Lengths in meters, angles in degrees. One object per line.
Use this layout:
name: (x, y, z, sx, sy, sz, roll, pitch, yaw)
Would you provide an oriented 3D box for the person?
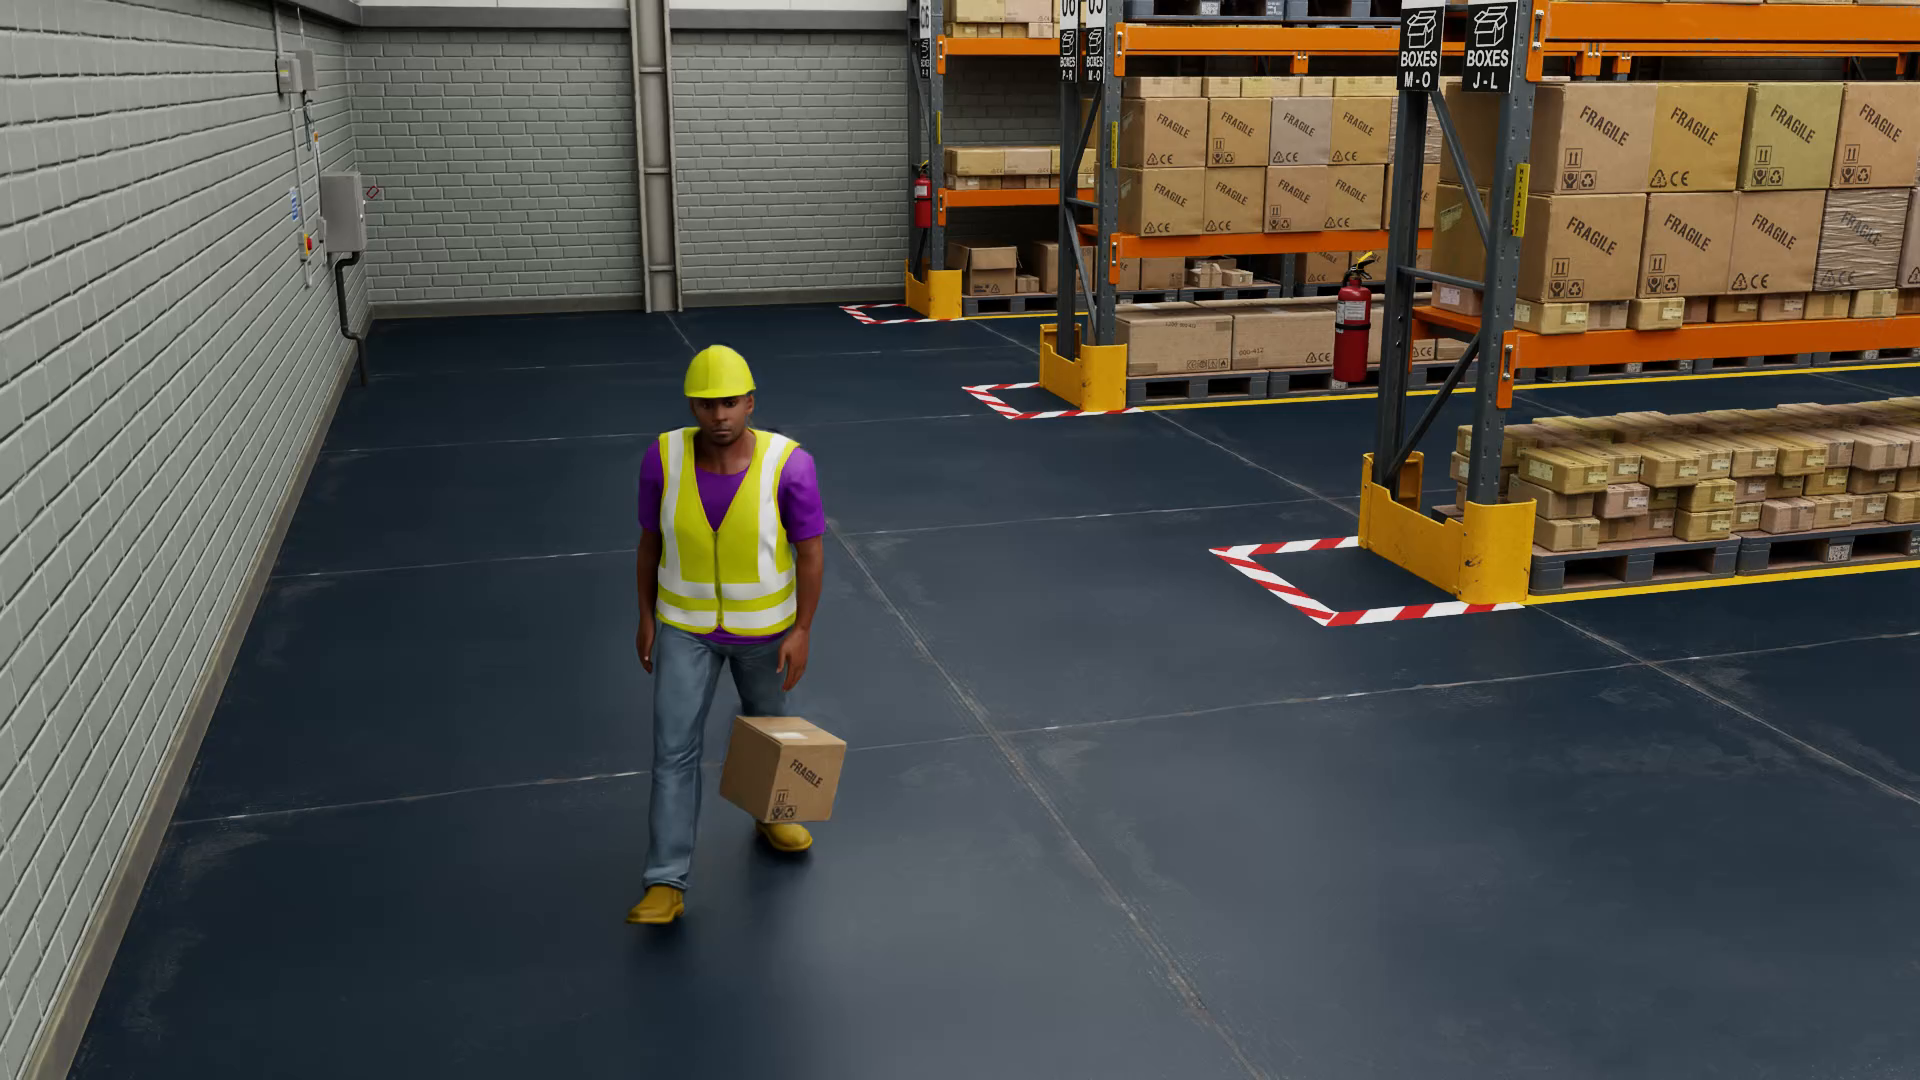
person: (-0.706, 0.267, 5.055, 0.602, 1.725, 0.901, 0, 16, -1)
